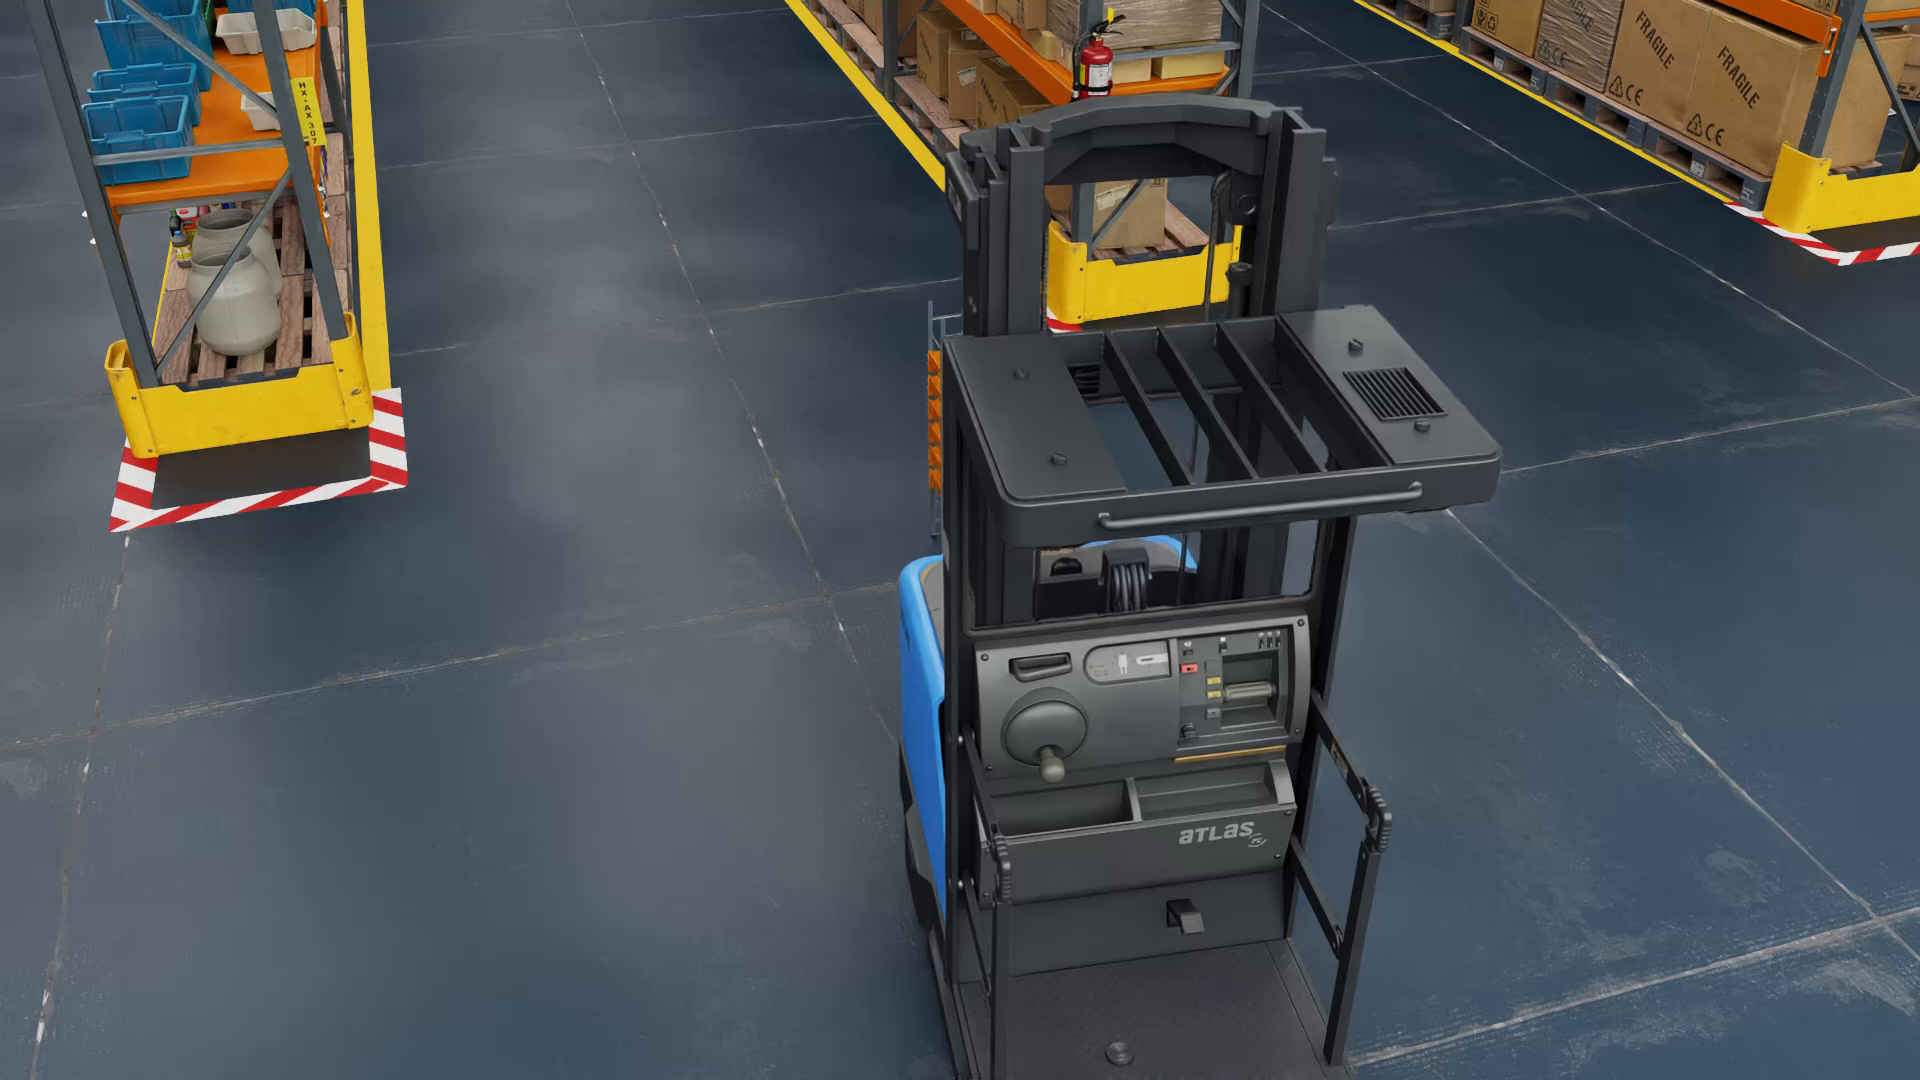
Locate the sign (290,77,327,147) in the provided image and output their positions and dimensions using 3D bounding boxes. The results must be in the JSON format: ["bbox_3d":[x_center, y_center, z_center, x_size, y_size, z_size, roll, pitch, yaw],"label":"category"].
[{"bbox_3d":[-3.065,-2.014,7.827,0.100,0.325,0.005,-10,35,-15],"label":"sign"}]

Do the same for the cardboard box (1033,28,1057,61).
[{"bbox_3d":[0.642,-2.906,9.654,0.380,0.149,0.250,-10,35,-15],"label":"cardboard box"}]

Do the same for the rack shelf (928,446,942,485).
[{"bbox_3d":[0.004,-0.356,7.498,0.258,0.103,0.180,-10,35,-15],"label":"rack shelf"}]

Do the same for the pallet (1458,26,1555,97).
[{"bbox_3d":[4.818,-3.947,13.532,1.003,0.211,1.213,-10,35,-15],"label":"pallet"}]

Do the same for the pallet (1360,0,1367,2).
[{"bbox_3d":[3.978,-5.394,15.721,1.003,0.211,1.213,-10,35,-15],"label":"pallet"}]

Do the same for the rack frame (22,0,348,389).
[{"bbox_3d":[-3.591,-1.809,7.766,1.000,3.000,0.127,-10,35,-15],"label":"rack frame"}]

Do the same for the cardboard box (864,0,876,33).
[{"bbox_3d":[-0.388,-4.462,13.650,0.700,0.500,0.500,-10,35,-15],"label":"cardboard box"}]

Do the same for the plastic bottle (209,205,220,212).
[{"bbox_3d":[-4.548,-1.956,10.128,0.097,0.201,0.097,0,33,0],"label":"plastic bottle"}]

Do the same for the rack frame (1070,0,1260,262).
[{"bbox_3d":[1.126,-2.642,9.027,1.000,3.000,0.127,-10,35,-15],"label":"rack frame"}]

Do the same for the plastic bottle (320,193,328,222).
[{"bbox_3d":[-3.982,-2.091,10.269,0.097,0.271,0.097,0,33,0],"label":"plastic bottle"}]

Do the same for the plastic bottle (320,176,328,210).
[{"bbox_3d":[-4.044,-2.197,10.430,0.097,0.271,0.097,0,33,0],"label":"plastic bottle"}]

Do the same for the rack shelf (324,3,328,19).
[{"bbox_3d":[-5.421,-4.659,12.732,1.077,0.370,4.000,-10,35,-15],"label":"rack shelf"}]

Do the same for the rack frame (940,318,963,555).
[{"bbox_3d":[0.032,-0.445,7.335,0.240,1.200,0.006,-10,35,-15],"label":"rack frame"}]

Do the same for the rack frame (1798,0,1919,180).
[{"bbox_3d":[5.881,-3.423,10.209,1.000,3.000,0.127,-10,35,-15],"label":"rack frame"}]

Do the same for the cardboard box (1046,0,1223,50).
[{"bbox_3d":[0.985,-3.101,9.361,0.875,0.500,0.500,-10,35,-15],"label":"cardboard box"}]

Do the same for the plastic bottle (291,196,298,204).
[{"bbox_3d":[-4.238,-2.295,10.567,0.061,0.283,0.133,-10,35,-15],"label":"plastic bottle"}]

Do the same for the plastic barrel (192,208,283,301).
[{"bbox_3d":[-4.017,-1.542,9.238,0.421,0.512,0.421,0,33,0],"label":"plastic barrel"}]

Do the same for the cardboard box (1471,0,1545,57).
[{"bbox_3d":[4.786,-4.470,13.340,0.875,0.875,0.875,-9,35,-14],"label":"cardboard box"}]

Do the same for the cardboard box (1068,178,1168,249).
[{"bbox_3d":[0.952,-2.105,10.101,0.500,0.500,0.500,-4,34,-6],"label":"cardboard box"}]

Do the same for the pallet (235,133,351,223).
[{"bbox_3d":[-4.646,-2.386,11.169,1.003,0.211,1.213,-10,35,-15],"label":"pallet"}]

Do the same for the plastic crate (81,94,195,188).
[{"bbox_3d":[-4.028,-1.959,8.129,0.499,0.251,0.616,-10,35,-15],"label":"plastic crate"}]

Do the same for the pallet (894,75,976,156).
[{"bbox_3d":[0.145,-3.232,12.449,1.003,0.211,1.213,-10,35,-15],"label":"pallet"}]

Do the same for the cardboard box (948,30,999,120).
[{"bbox_3d":[0.172,-3.358,11.997,0.500,0.500,0.500,0,33,1],"label":"cardboard box"}]

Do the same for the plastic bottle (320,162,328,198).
[{"bbox_3d":[-4.137,-2.310,10.597,0.152,0.276,0.135,-9,35,-14],"label":"plastic bottle"}]

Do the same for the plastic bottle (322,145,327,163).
[{"bbox_3d":[-4.340,-2.698,11.115,0.144,0.351,0.185,-11,35,-16],"label":"plastic bottle"}]

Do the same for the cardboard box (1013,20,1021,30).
[{"bbox_3d":[0.543,-3.178,10.066,0.380,0.149,0.250,-10,35,-15],"label":"cardboard box"}]

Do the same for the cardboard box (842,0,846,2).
[{"bbox_3d":[-0.730,-5.049,14.538,0.700,0.500,0.500,-7,34,-11],"label":"cardboard box"}]

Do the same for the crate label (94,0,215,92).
[{"bbox_3d":[-4.410,-2.744,9.150,0.502,0.435,0.616,-10,35,-15],"label":"crate label"}]

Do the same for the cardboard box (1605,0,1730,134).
[{"bbox_3d":[5.341,-3.518,11.899,0.875,0.875,0.875,-11,35,-15],"label":"cardboard box"}]

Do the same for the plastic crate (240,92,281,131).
[{"bbox_3d":[-3.557,-2.223,8.632,0.298,0.136,0.250,-10,35,-15],"label":"plastic crate"}]

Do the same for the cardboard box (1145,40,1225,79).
[{"bbox_3d":[1.266,-2.727,9.383,0.380,0.149,0.250,-10,35,-15],"label":"cardboard box"}]

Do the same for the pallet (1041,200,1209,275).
[{"bbox_3d":[0.889,-1.951,10.511,1.003,0.211,1.213,-10,35,-15],"label":"pallet"}]

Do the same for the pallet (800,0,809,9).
[{"bbox_3d":[-1.077,-5.268,15.531,1.003,0.211,1.213,-10,35,-15],"label":"pallet"}]

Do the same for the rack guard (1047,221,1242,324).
[{"bbox_3d":[1.103,-1.639,9.776,1.175,0.500,0.348,-10,35,-15],"label":"rack guard"}]

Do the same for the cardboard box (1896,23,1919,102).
[{"bbox_3d":[7.617,-3.763,12.988,0.637,0.503,0.797,19,38,26],"label":"cardboard box"}]

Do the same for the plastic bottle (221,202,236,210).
[{"bbox_3d":[-4.639,-2.178,10.397,0.152,0.276,0.135,-10,35,-15],"label":"plastic bottle"}]

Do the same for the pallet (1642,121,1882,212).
[{"bbox_3d":[5.562,-2.666,11.593,1.003,0.211,1.213,-10,35,-15],"label":"pallet"}]

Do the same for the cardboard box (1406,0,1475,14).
[{"bbox_3d":[4.386,-5.070,14.362,1.050,0.750,0.750,-10,35,-15],"label":"cardboard box"}]

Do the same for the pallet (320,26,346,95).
[{"bbox_3d":[-5.463,-3.793,13.299,1.003,0.211,1.213,-10,35,-15],"label":"pallet"}]

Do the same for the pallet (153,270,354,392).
[{"bbox_3d":[-3.901,-1.105,9.230,1.003,0.211,1.213,-10,35,-15],"label":"pallet"}]

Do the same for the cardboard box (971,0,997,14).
[{"bbox_3d":[0.285,-3.422,10.435,0.380,0.149,0.250,-10,35,-15],"label":"cardboard box"}]

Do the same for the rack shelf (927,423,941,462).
[{"bbox_3d":[0.004,-0.456,7.432,0.258,0.103,0.180,-10,35,-15],"label":"rack shelf"}]

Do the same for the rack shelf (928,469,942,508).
[{"bbox_3d":[0.004,-0.256,7.565,0.258,0.103,0.180,-10,35,-15],"label":"rack shelf"}]

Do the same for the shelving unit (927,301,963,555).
[{"bbox_3d":[0.004,-0.493,7.408,0.258,1.200,0.189,-10,35,-15],"label":"shelving unit"}]

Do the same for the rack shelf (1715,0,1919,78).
[{"bbox_3d":[5.271,-4.173,11.996,1.077,0.370,4.000,-10,35,-15],"label":"rack shelf"}]

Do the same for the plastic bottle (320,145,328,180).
[{"bbox_3d":[-4.192,-2.490,10.863,0.061,0.283,0.133,-8,34,-12],"label":"plastic bottle"}]

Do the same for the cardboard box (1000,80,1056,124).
[{"bbox_3d":[0.564,-2.745,11.069,0.500,0.500,0.500,-7,34,-10],"label":"cardboard box"}]

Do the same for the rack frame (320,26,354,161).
[{"bbox_3d":[-4.811,-3.909,10.945,1.000,3.000,0.127,-10,35,-15],"label":"rack frame"}]

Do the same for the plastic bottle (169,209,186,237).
[{"bbox_3d":[-4.621,-1.808,9.830,0.061,0.283,0.133,-9,35,-14],"label":"plastic bottle"}]

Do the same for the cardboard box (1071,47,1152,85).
[{"bbox_3d":[0.843,-2.652,9.270,0.380,0.149,0.250,-10,35,-15],"label":"cardboard box"}]

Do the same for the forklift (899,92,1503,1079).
[{"bbox_3d":[0.544,0.486,4.356,1.130,2.935,3.031,-6,34,-8],"label":"forklift"}]

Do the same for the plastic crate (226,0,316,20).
[{"bbox_3d":[-4.215,-3.311,10.175,0.499,0.251,0.616,-10,35,-15],"label":"plastic crate"}]
